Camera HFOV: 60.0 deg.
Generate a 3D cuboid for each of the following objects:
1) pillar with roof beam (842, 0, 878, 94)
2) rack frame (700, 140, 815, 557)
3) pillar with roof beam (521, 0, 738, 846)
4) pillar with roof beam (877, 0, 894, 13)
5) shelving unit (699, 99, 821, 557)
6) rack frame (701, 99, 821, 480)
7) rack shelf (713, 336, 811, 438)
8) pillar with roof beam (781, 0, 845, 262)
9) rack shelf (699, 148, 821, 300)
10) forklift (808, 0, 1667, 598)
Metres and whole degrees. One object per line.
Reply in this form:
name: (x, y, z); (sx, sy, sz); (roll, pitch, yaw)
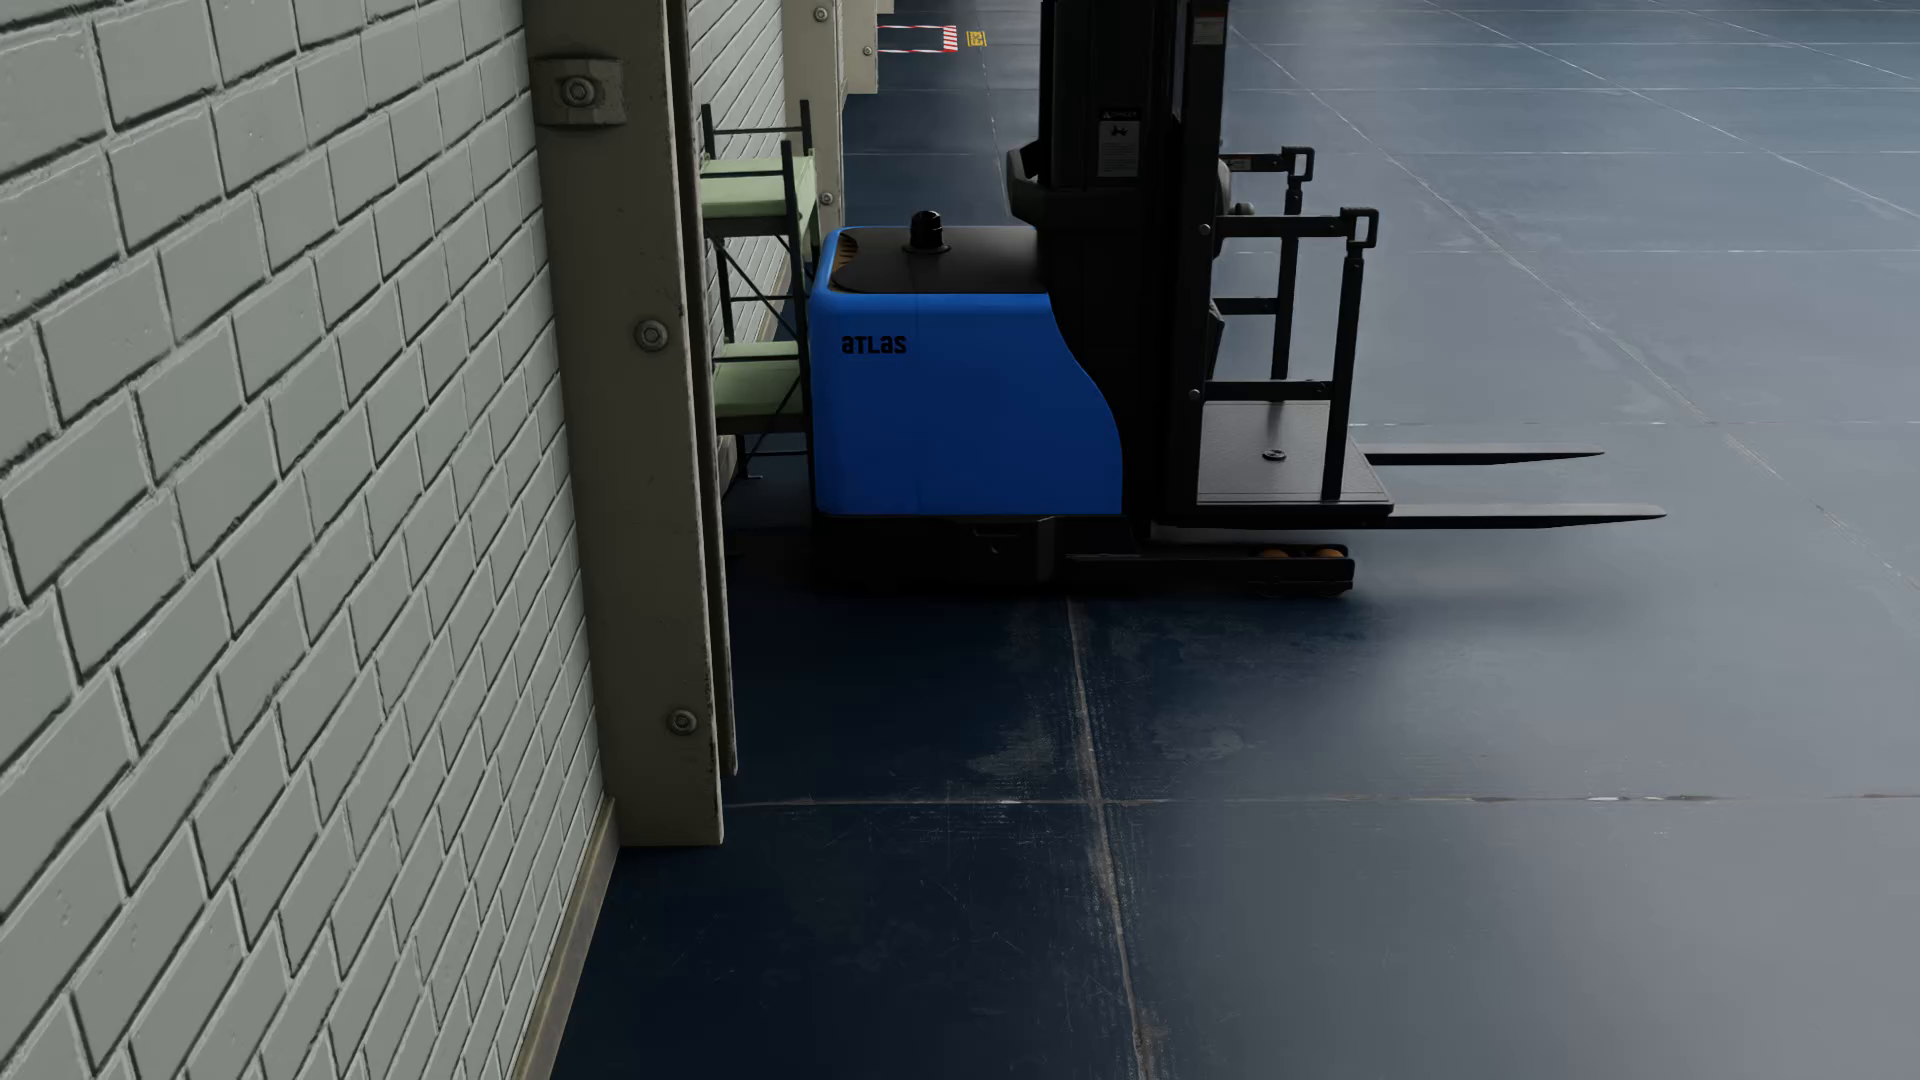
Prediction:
pillar with roof beam: (3.379, -8.330, 13.748); (9.100, 9.000, 0.400); (0, 24, -1)
rack frame: (-0.725, -0.627, 5.788); (0.400, 1.500, 0.023); (-2, 25, 1)
pillar with roof beam: (3.510, -3.385, 2.815); (9.100, 9.000, 0.400); (0, 24, -1)
pillar with roof beam: (3.314, -10.802, 19.214); (9.100, 9.000, 0.400); (0, 24, -1)
shelving unit: (-0.726, -0.782, 6.120); (0.431, 1.500, 0.755); (-2, 25, 1)
rack frame: (-0.726, -0.936, 6.452); (0.400, 1.500, 0.023); (-2, 25, 1)
rack shelf: (-0.712, -0.486, 6.257); (0.431, 0.370, 0.720); (-2, 25, 1)
pillar with roof beam: (3.445, -5.858, 8.281); (9.100, 9.000, 0.400); (0, 24, -1)
rack shelf: (-0.742, -1.135, 5.955); (0.431, 0.370, 0.720); (-2, 25, 1)
forklift: (0.998, -1.353, 5.684); (3.031, 2.935, 1.130); (0, 24, -1)
